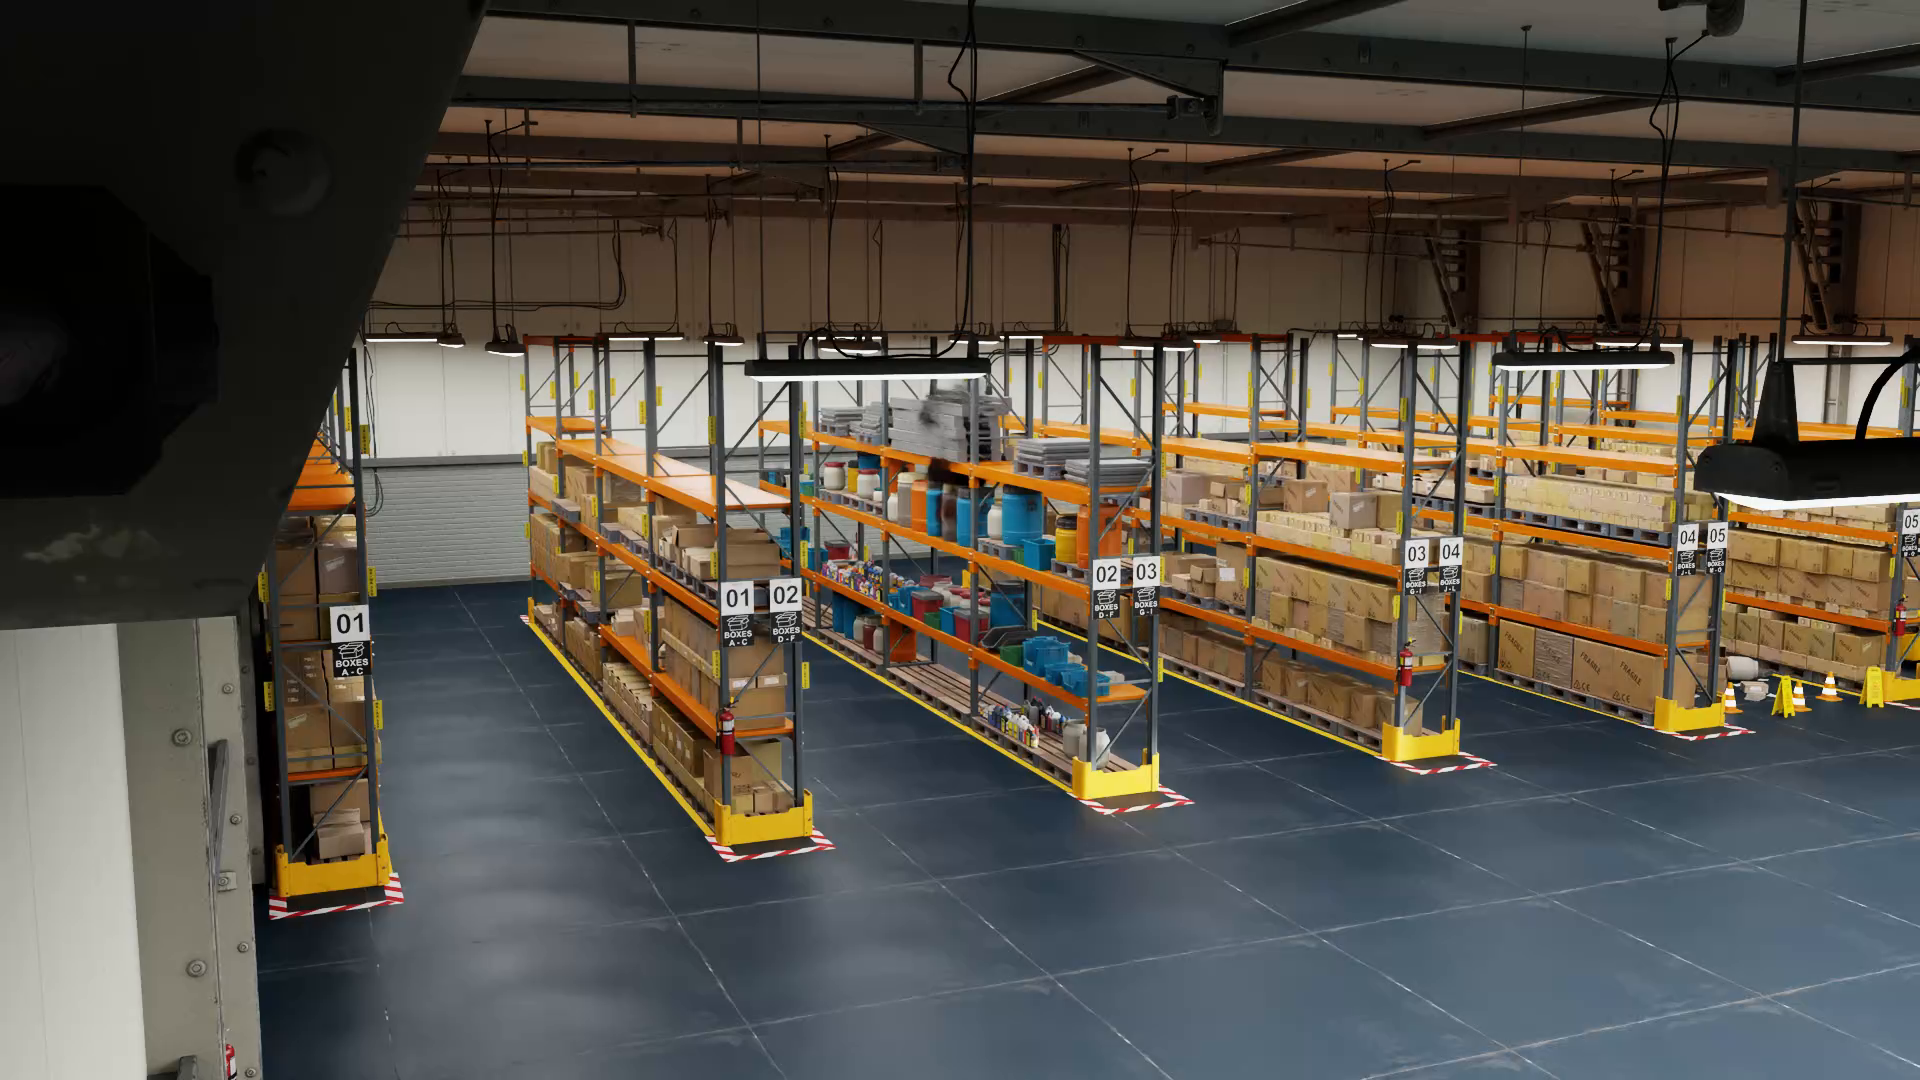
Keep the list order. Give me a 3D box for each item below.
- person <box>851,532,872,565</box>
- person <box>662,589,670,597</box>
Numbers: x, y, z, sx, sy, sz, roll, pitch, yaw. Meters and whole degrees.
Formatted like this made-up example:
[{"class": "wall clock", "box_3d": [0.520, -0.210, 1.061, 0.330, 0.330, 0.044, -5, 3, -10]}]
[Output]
[{"class": "person", "box_3d": [-2.142, 0.585, 37.237, 0.679, 1.585, 0.574, -5, 9, -34]}, {"class": "person", "box_3d": [-5.868, 1.035, 33.925, 0.608, 1.626, 0.780, -6, 9, -36]}]
